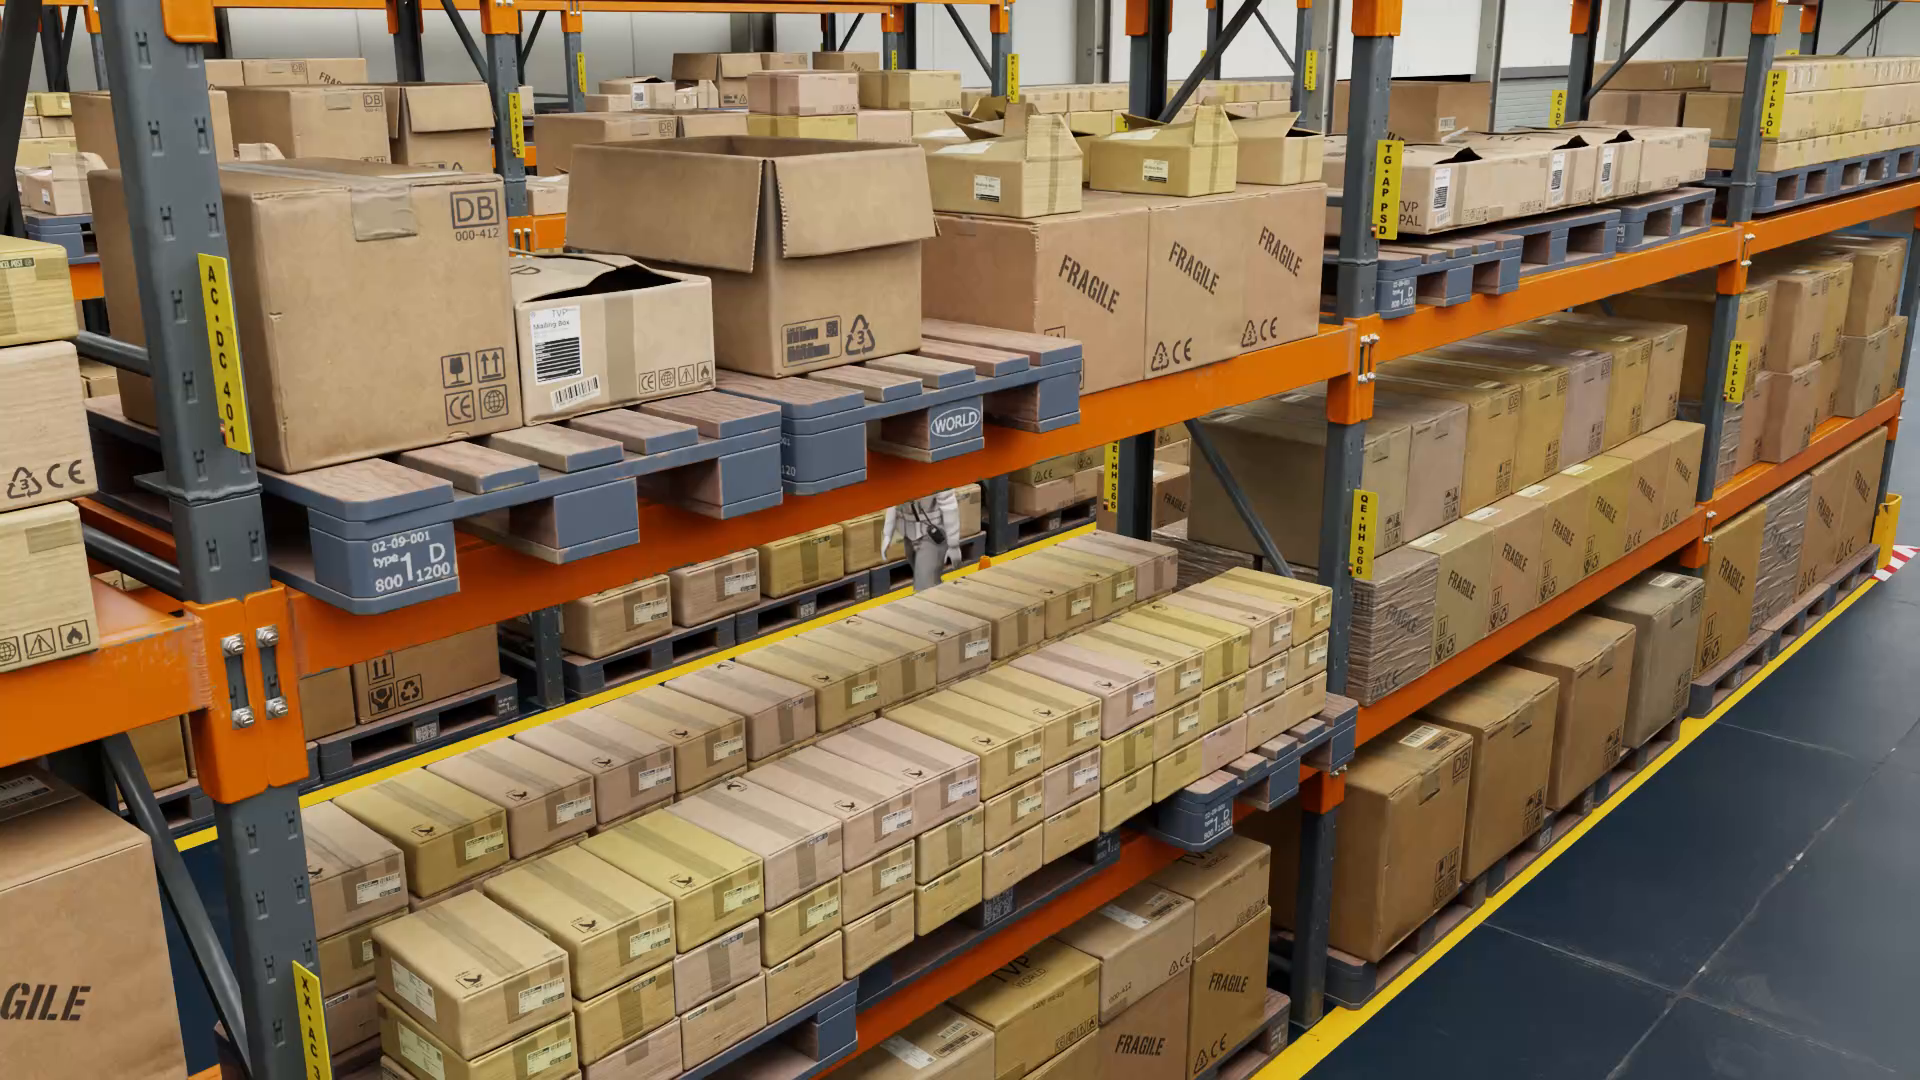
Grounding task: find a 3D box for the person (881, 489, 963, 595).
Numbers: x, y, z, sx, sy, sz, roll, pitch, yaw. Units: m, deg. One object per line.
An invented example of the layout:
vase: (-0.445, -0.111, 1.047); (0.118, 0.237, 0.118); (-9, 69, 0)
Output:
person: (-0.222, 0.018, 9.958); (0.720, 1.632, 0.620); (-10, 20, -29)
